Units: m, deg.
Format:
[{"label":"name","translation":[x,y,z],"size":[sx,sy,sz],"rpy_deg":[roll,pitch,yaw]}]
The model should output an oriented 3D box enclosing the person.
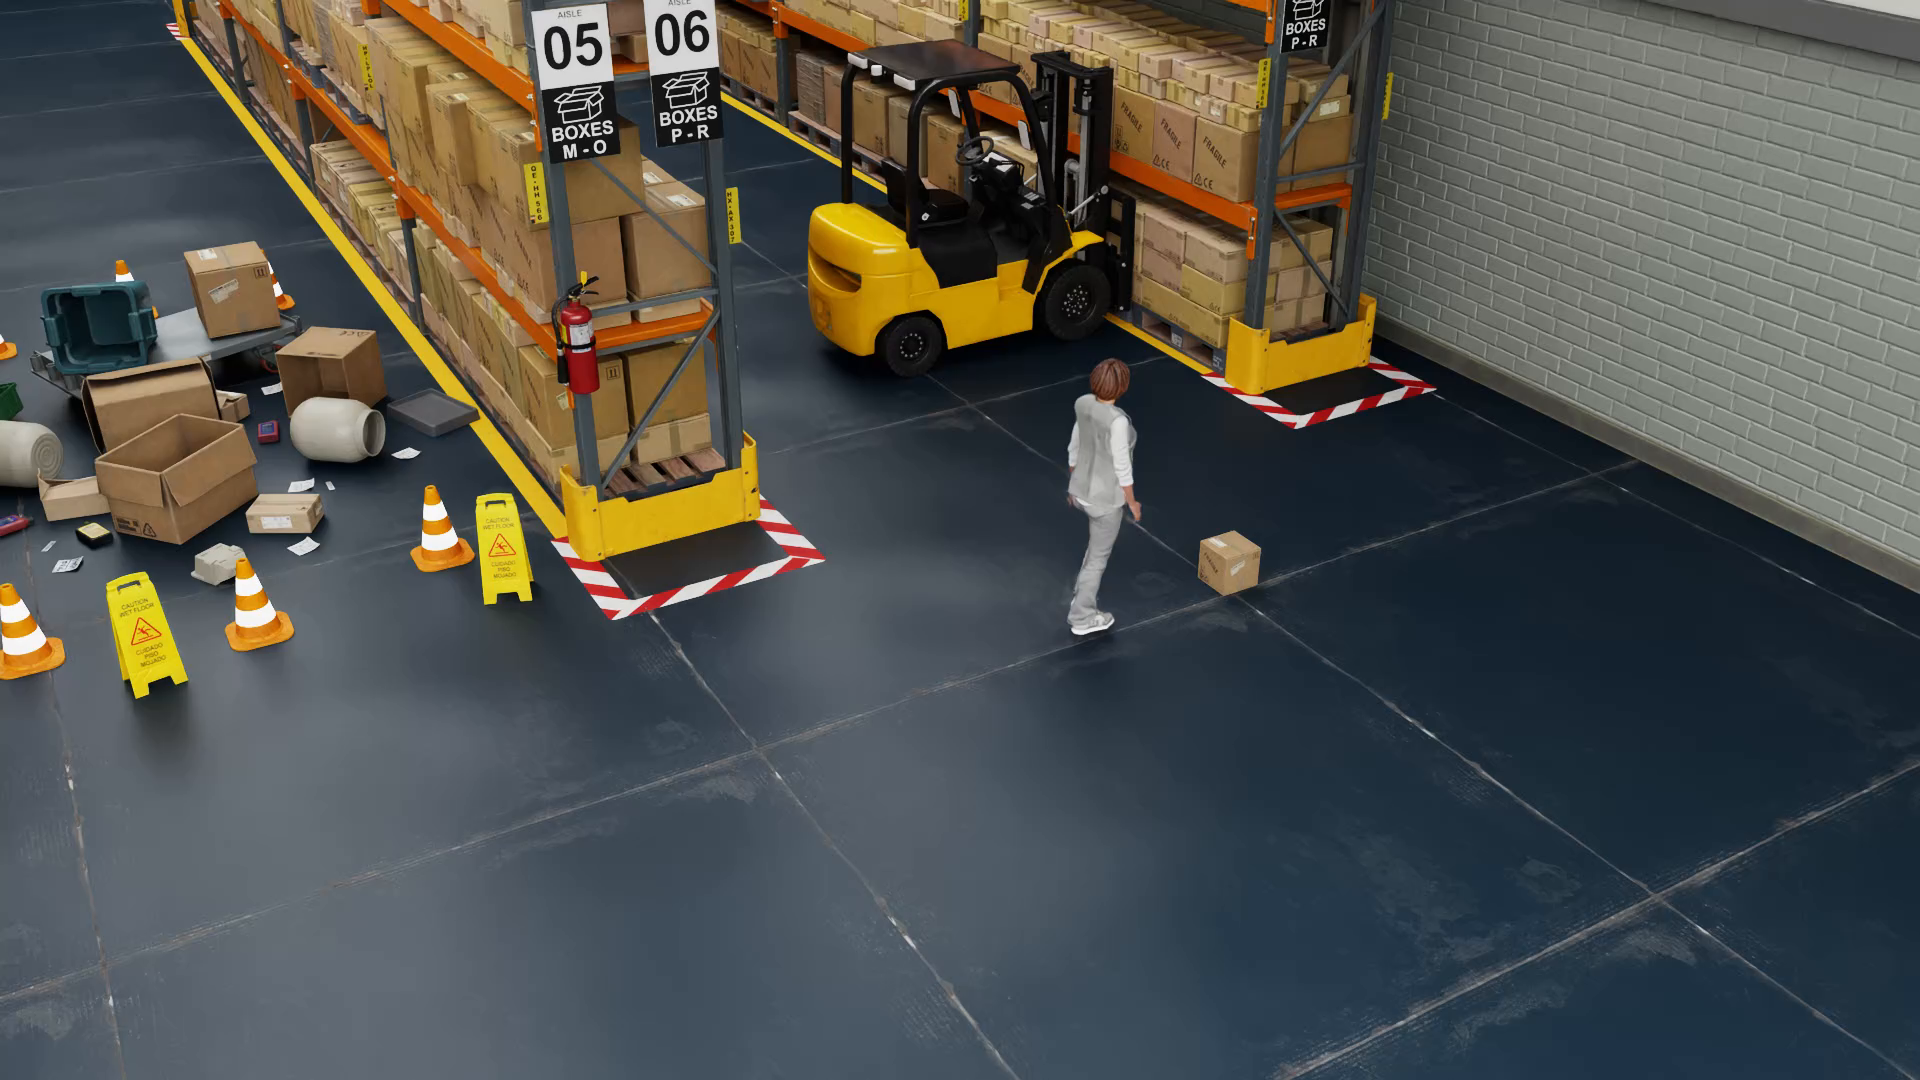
[{"label":"person","translation":[0.741,-0.217,8.962],"size":[0.421,1.628,0.441],"rpy_deg":[-16,33,-26]}]
